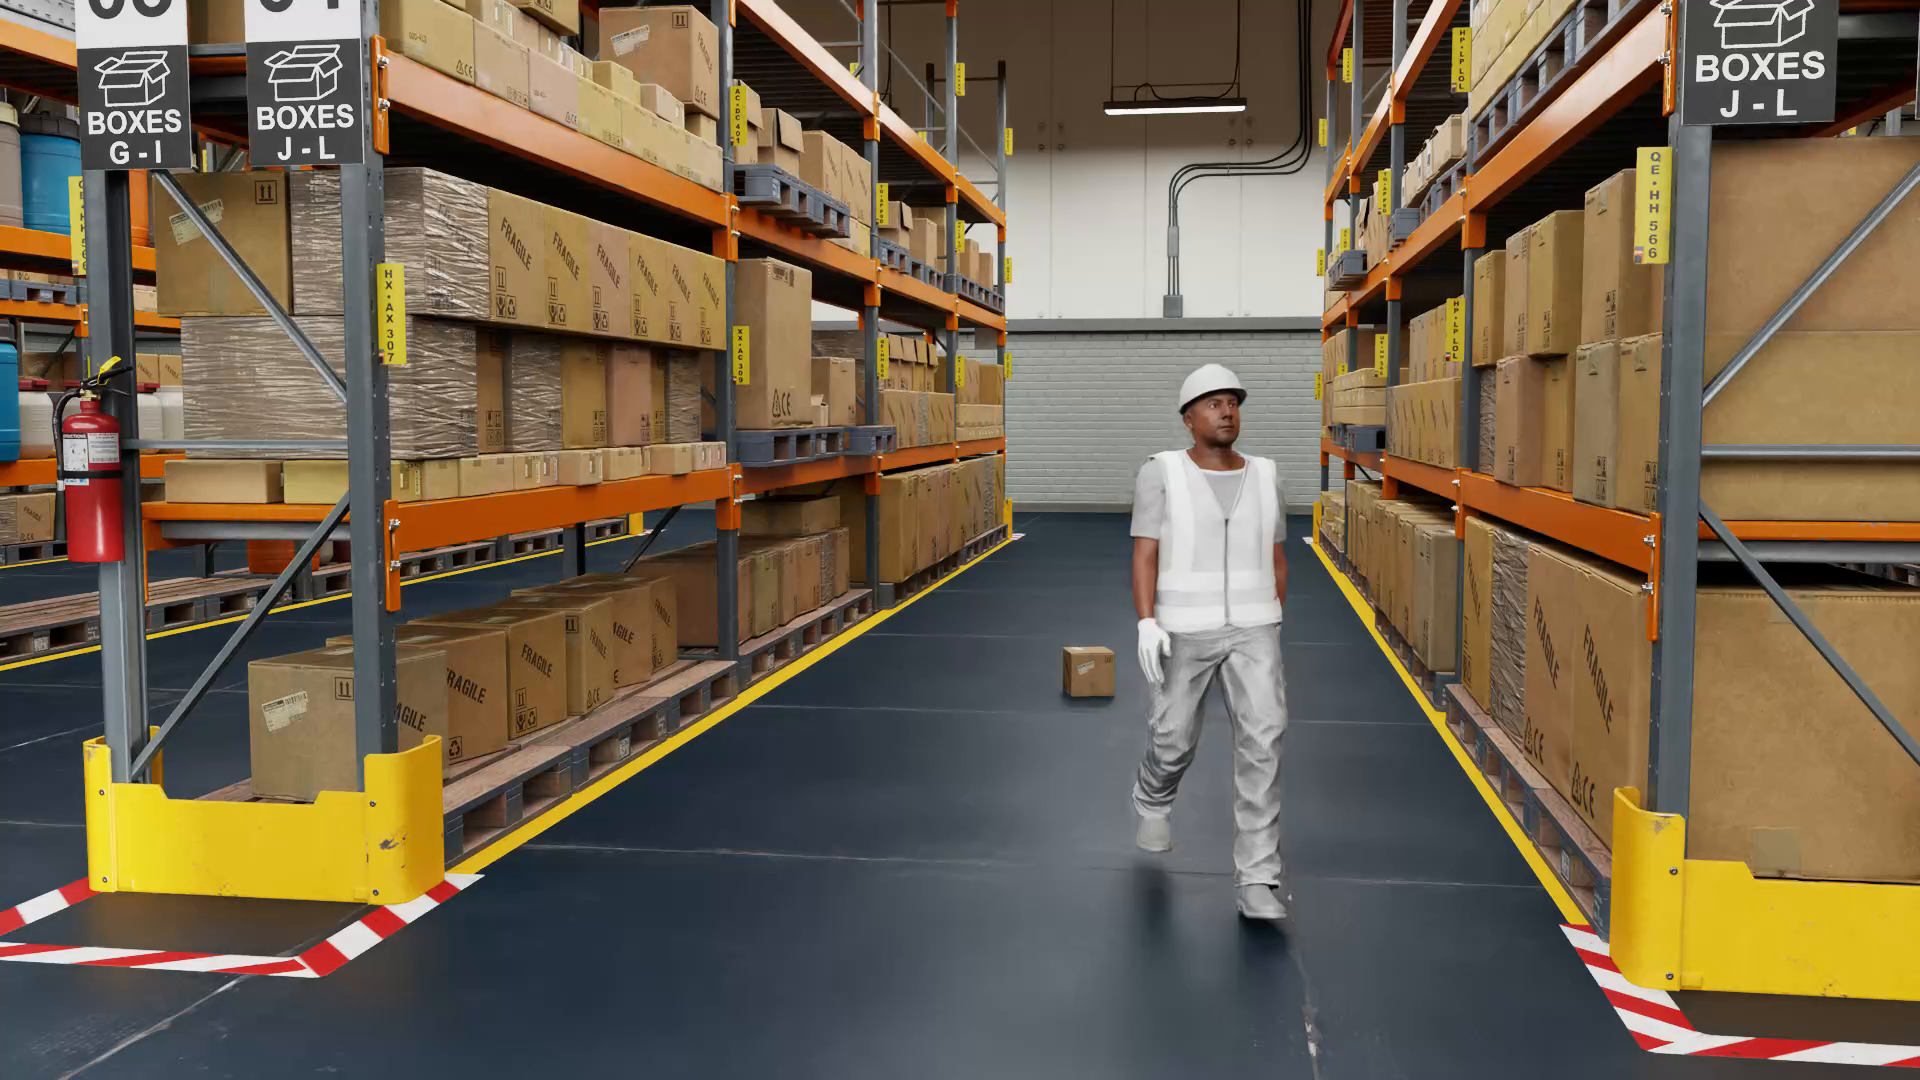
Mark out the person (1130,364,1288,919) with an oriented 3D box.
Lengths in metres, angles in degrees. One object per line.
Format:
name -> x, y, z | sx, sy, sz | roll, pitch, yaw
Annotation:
person -> 0.830, 0.301, 5.486 | 0.548, 1.757, 0.924 | 0, 4, -5
